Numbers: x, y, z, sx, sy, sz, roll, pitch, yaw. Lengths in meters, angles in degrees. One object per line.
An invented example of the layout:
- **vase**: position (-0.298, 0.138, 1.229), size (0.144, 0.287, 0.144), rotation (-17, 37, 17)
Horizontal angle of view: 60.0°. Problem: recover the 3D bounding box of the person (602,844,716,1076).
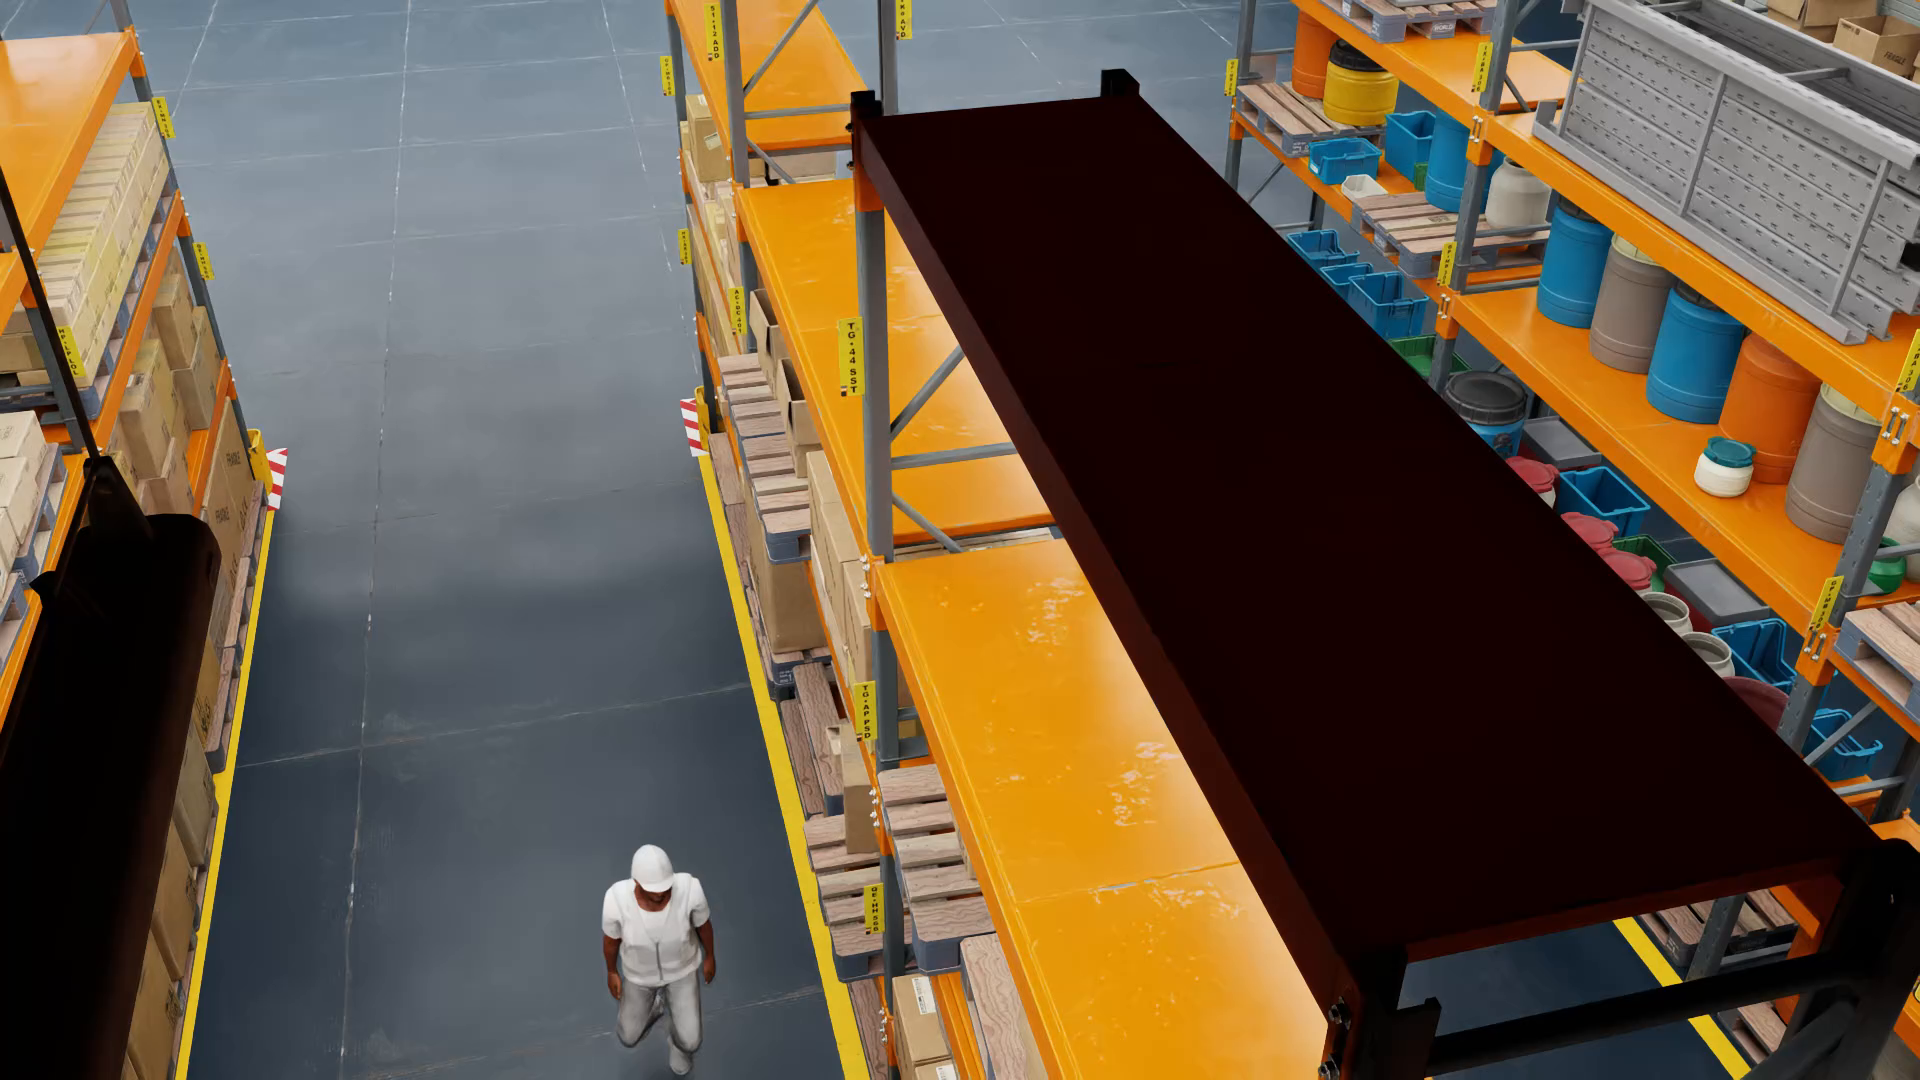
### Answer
- **person**: position (-1.620, 2.261, 8.967), size (0.591, 1.600, 0.662), rotation (-6, 35, -9)
